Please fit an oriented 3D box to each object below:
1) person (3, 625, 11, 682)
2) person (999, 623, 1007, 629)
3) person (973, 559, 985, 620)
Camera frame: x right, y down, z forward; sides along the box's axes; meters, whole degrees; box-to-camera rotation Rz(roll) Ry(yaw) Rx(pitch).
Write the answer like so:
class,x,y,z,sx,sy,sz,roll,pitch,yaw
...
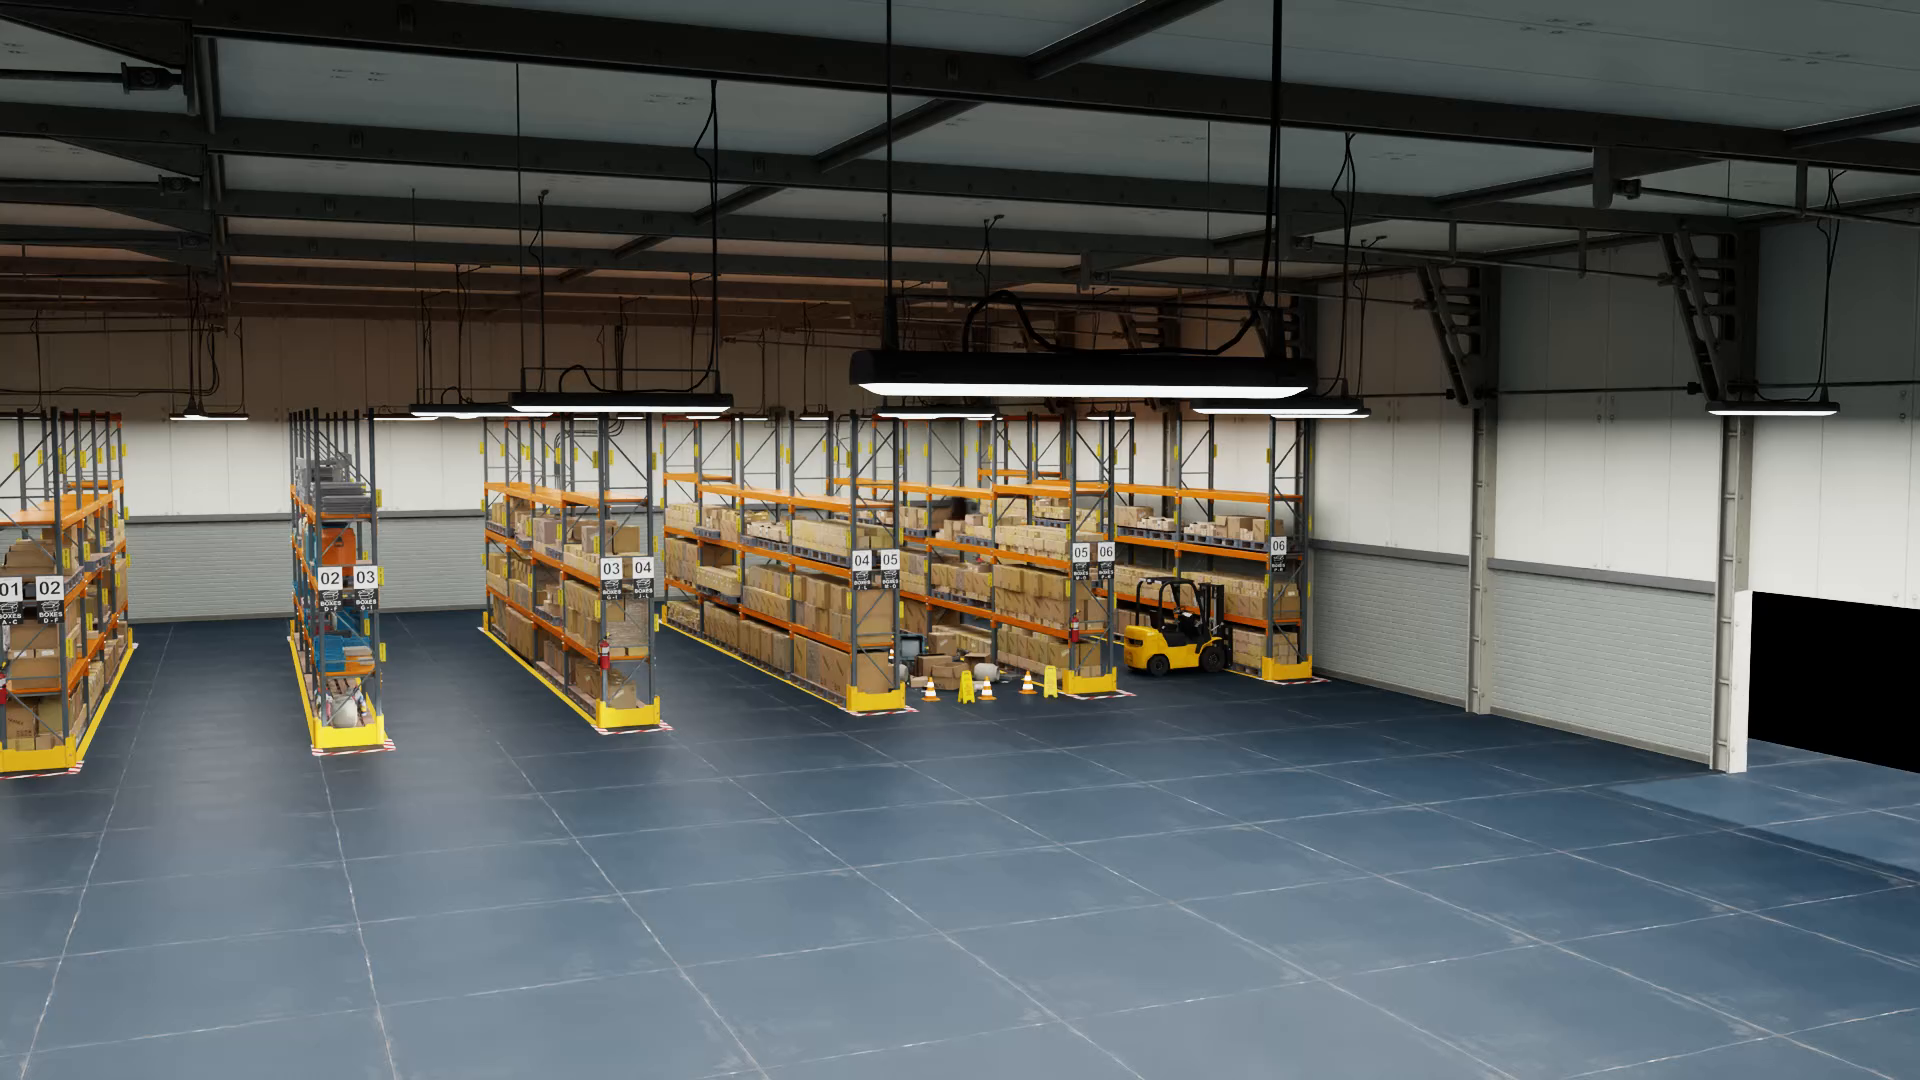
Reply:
class,x,y,z,sx,sy,sz,roll,pitch,yaw
person,-20.996,2.345,36.692,0.652,1.654,0.551,3,5,39
person,1.275,1.576,43.767,0.582,1.581,0.456,-1,4,-8
person,0.509,1.432,48.593,0.633,1.776,0.589,-3,5,-36
